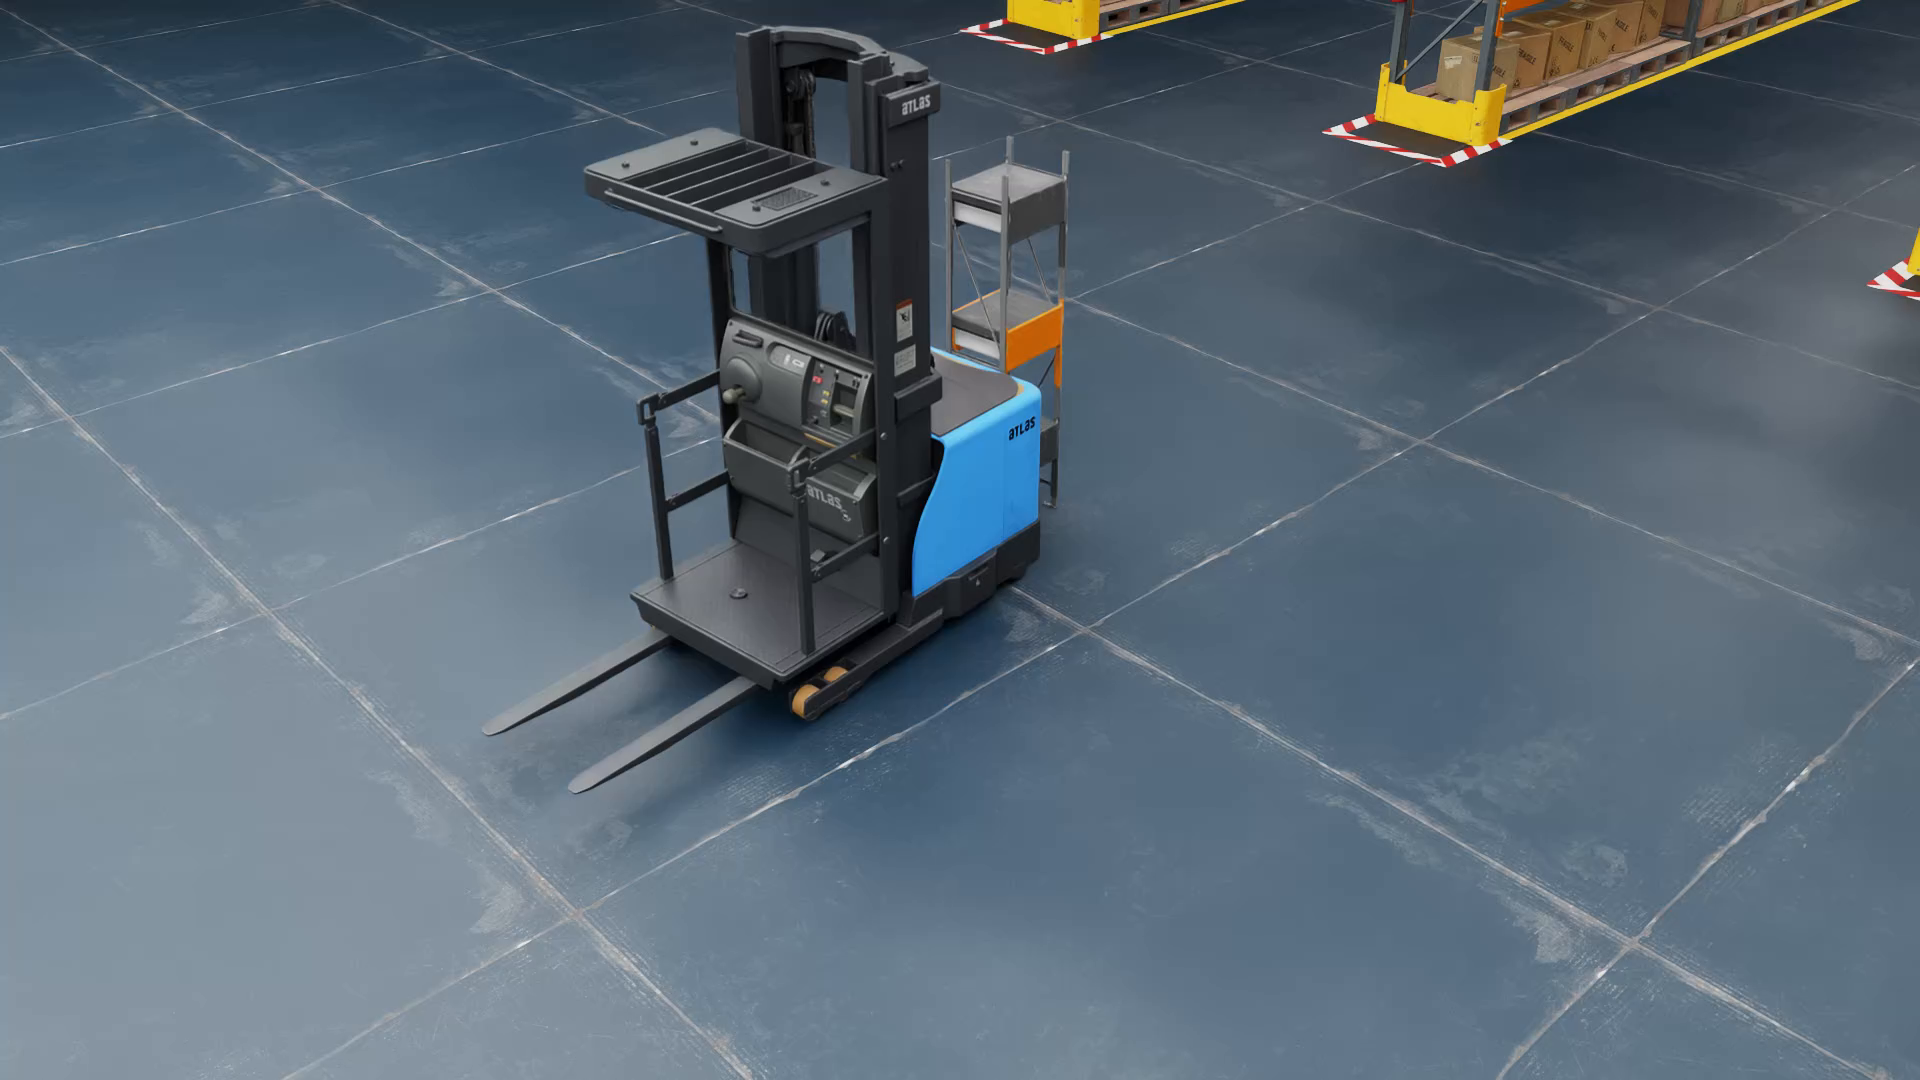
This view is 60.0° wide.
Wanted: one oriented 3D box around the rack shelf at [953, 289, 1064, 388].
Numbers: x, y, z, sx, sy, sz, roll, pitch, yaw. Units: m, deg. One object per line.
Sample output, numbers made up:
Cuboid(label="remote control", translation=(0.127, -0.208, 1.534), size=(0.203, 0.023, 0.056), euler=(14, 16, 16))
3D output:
Cuboid(label="rack shelf", translation=(0.242, -1.035, 8.956), size=(0.431, 0.518, 0.480), euler=(24, 39, 34))

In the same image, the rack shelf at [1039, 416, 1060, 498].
Cuboid(label="rack shelf", translation=(0.242, -0.438, 9.321), size=(0.431, 0.518, 0.480), euler=(24, 39, 34))

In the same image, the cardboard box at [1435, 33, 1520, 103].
Cuboid(label="cardboard box", translation=(4.848, -4.420, 15.597), size=(0.500, 0.500, 0.500), euler=(-18, 36, -27))

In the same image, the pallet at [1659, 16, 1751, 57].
Cuboid(label="pallet", translation=(7.882, -5.599, 18.203), size=(1.213, 0.211, 1.003), euler=(-26, 40, -35))

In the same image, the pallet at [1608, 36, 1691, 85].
Cuboid(label="pallet", translation=(6.843, -5.070, 17.339), size=(1.213, 0.211, 1.003), euler=(-26, 40, -35))

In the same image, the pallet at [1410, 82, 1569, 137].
Cuboid(label="pallet", translation=(5.054, -4.205, 15.924), size=(1.213, 0.211, 1.003), euler=(-26, 40, -35))

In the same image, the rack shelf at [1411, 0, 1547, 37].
Cuboid(label="rack shelf", translation=(5.845, -5.495, 16.051), size=(4.000, 0.370, 1.077), euler=(-26, 40, -35))

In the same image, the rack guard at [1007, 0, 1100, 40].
Cuboid(label="rack guard", translation=(1.035, -5.966, 18.527), size=(0.348, 0.500, 1.175), euler=(-26, 40, -35))

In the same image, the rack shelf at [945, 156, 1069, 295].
Cuboid(label="rack shelf", translation=(0.242, -1.632, 8.591), size=(0.431, 0.518, 0.480), euler=(24, 39, 34))

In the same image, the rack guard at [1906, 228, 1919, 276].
Cuboid(label="rack guard", translation=(7.659, -2.084, 12.180), size=(0.348, 0.500, 1.175), euler=(-26, 40, -35))

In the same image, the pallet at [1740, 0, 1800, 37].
Cuboid(label="pallet", translation=(8.777, -6.033, 18.915), size=(1.213, 0.211, 1.003), euler=(-26, 40, -35))

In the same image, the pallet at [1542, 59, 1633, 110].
Cuboid(label="pallet", translation=(5.948, -4.635, 16.628), size=(1.213, 0.211, 1.003), euler=(-26, 40, -35))

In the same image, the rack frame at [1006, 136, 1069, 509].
Cuboid(label="rack frame", translation=(0.400, -1.143, 9.107), size=(0.400, 2.100, 0.015), euler=(24, 39, 34))

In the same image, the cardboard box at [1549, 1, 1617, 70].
Cuboid(label="cardboard box", translation=(6.175, -5.041, 16.613), size=(0.500, 0.500, 0.500), euler=(25, 39, 35))

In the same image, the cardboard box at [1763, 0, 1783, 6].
Cuboid(label="cardboard box", translation=(8.958, -6.401, 18.817), size=(0.500, 0.500, 0.700), euler=(-22, 38, -32))

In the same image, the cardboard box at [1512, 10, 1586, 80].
Cuboid(label="cardboard box", translation=(5.735, -4.860, 16.317), size=(0.500, 0.500, 0.500), euler=(-22, 38, -31))

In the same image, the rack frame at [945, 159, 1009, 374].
Cuboid(label="rack frame", translation=(0.083, -0.950, 8.790), size=(0.400, 2.100, 0.015), euler=(24, 39, 34))

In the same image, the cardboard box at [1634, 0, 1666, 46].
Cuboid(label="cardboard box", translation=(6.991, -5.498, 17.359), size=(0.500, 0.500, 0.500), euler=(-27, 41, -37))

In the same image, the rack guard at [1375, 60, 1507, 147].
Cuboid(label="rack guard", translation=(4.434, -4.053, 15.399), size=(0.348, 0.500, 1.175), euler=(-26, 40, -35))

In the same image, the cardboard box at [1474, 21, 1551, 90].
Cuboid(label="cardboard box", translation=(5.263, -4.646, 15.966), size=(0.500, 0.500, 0.500), euler=(-15, 35, -23))

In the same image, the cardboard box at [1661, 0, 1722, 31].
Cuboid(label="cardboard box", translation=(7.777, -5.842, 17.903), size=(0.700, 0.500, 0.500), euler=(26, 40, 35))

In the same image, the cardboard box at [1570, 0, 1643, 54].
Cuboid(label="cardboard box", translation=(6.576, -5.292, 17.022), size=(0.500, 0.500, 0.500), euler=(-13, 34, -21))

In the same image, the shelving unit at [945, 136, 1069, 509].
Cuboid(label="shelving unit", translation=(0.242, -1.047, 8.949), size=(0.431, 2.100, 0.503), euler=(24, 39, 34))

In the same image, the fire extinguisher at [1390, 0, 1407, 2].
Cuboid(label="fire extinguisher", translation=(3.981, -5.195, 14.945), size=(0.183, 0.674, 0.296), euler=(-26, 40, -35))

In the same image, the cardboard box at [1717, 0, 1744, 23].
Cuboid(label="cardboard box", translation=(8.139, -6.004, 18.168), size=(0.500, 0.500, 0.700), euler=(-26, 40, -36))

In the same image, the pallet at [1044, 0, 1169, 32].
Cuboid(label="pallet", translation=(1.634, -6.129, 19.070), size=(1.213, 0.211, 1.003), euler=(-26, 40, -35))

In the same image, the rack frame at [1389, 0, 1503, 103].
Cuboid(label="rack frame", translation=(4.379, -5.093, 14.703), size=(0.127, 3.000, 1.000), euler=(-26, 40, -35))

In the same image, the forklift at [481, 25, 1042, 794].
Cuboid(label="forklift", translation=(-0.907, -0.696, 7.578), size=(1.130, 2.935, 3.031), euler=(24, 39, 34))

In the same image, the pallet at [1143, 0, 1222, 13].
Cuboid(label="pallet", translation=(2.528, -6.559, 19.775), size=(1.213, 0.211, 1.003), euler=(-26, 40, -35))

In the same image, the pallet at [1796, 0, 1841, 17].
Cuboid(label="pallet", translation=(9.671, -6.464, 19.619), size=(1.213, 0.211, 1.003), euler=(-26, 40, -35))

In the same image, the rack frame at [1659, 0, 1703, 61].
Cuboid(label="rack frame", translation=(7.312, -6.511, 17.023), size=(0.127, 3.000, 1.000), euler=(-26, 40, -35))

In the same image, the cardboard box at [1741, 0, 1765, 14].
Cuboid(label="cardboard box", translation=(8.549, -6.203, 18.493), size=(0.700, 0.500, 0.500), euler=(25, 40, 35))
